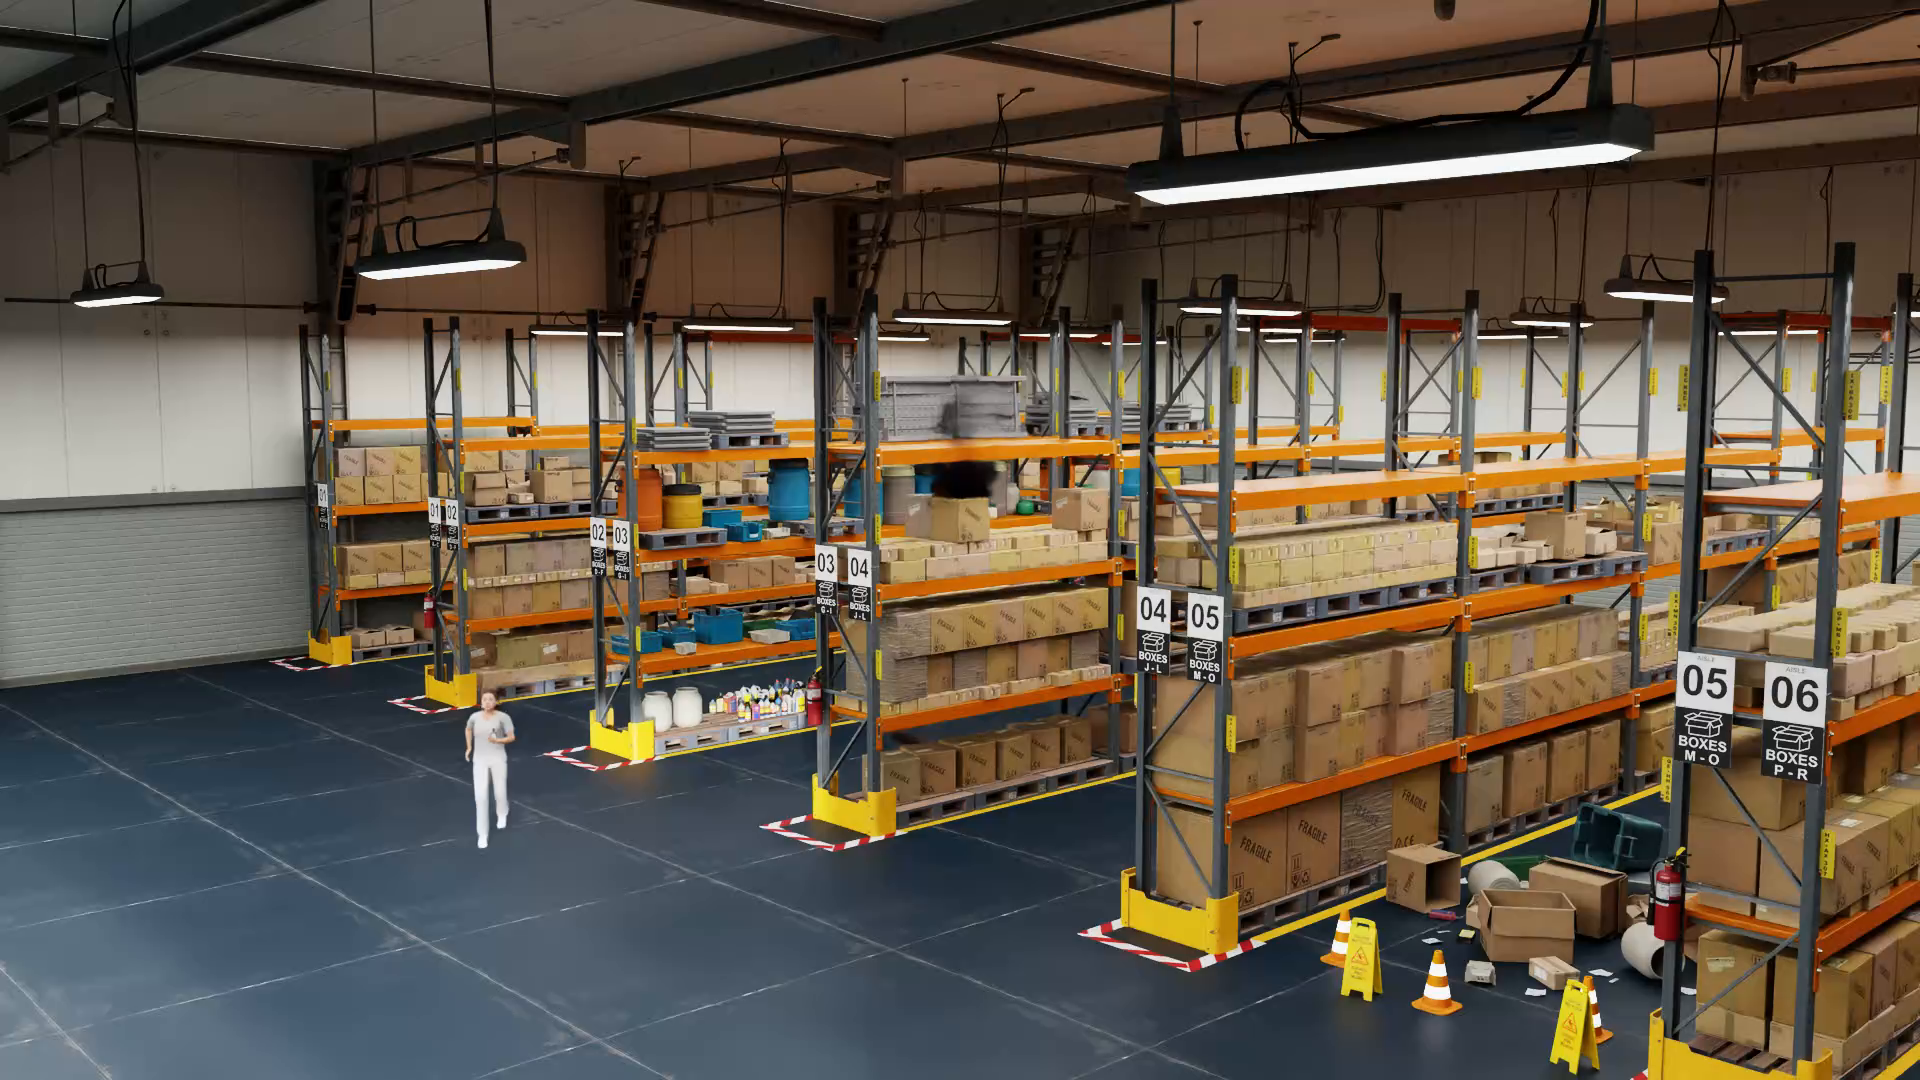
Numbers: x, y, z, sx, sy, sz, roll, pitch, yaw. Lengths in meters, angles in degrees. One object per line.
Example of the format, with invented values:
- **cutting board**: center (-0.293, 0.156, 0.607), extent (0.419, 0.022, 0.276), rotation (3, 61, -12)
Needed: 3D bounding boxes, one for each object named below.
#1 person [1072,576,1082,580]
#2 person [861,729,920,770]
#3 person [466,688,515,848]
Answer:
- **person**: center (2.483, 1.008, 32.893), extent (0.580, 1.709, 0.855), rotation (4, 7, 36)
- **person**: center (-0.932, 2.123, 21.688), extent (0.667, 1.699, 0.915), rotation (5, 8, 43)
- **person**: center (-5.178, 2.458, 18.332), extent (0.559, 1.666, 0.957), rotation (-1, 6, -8)
